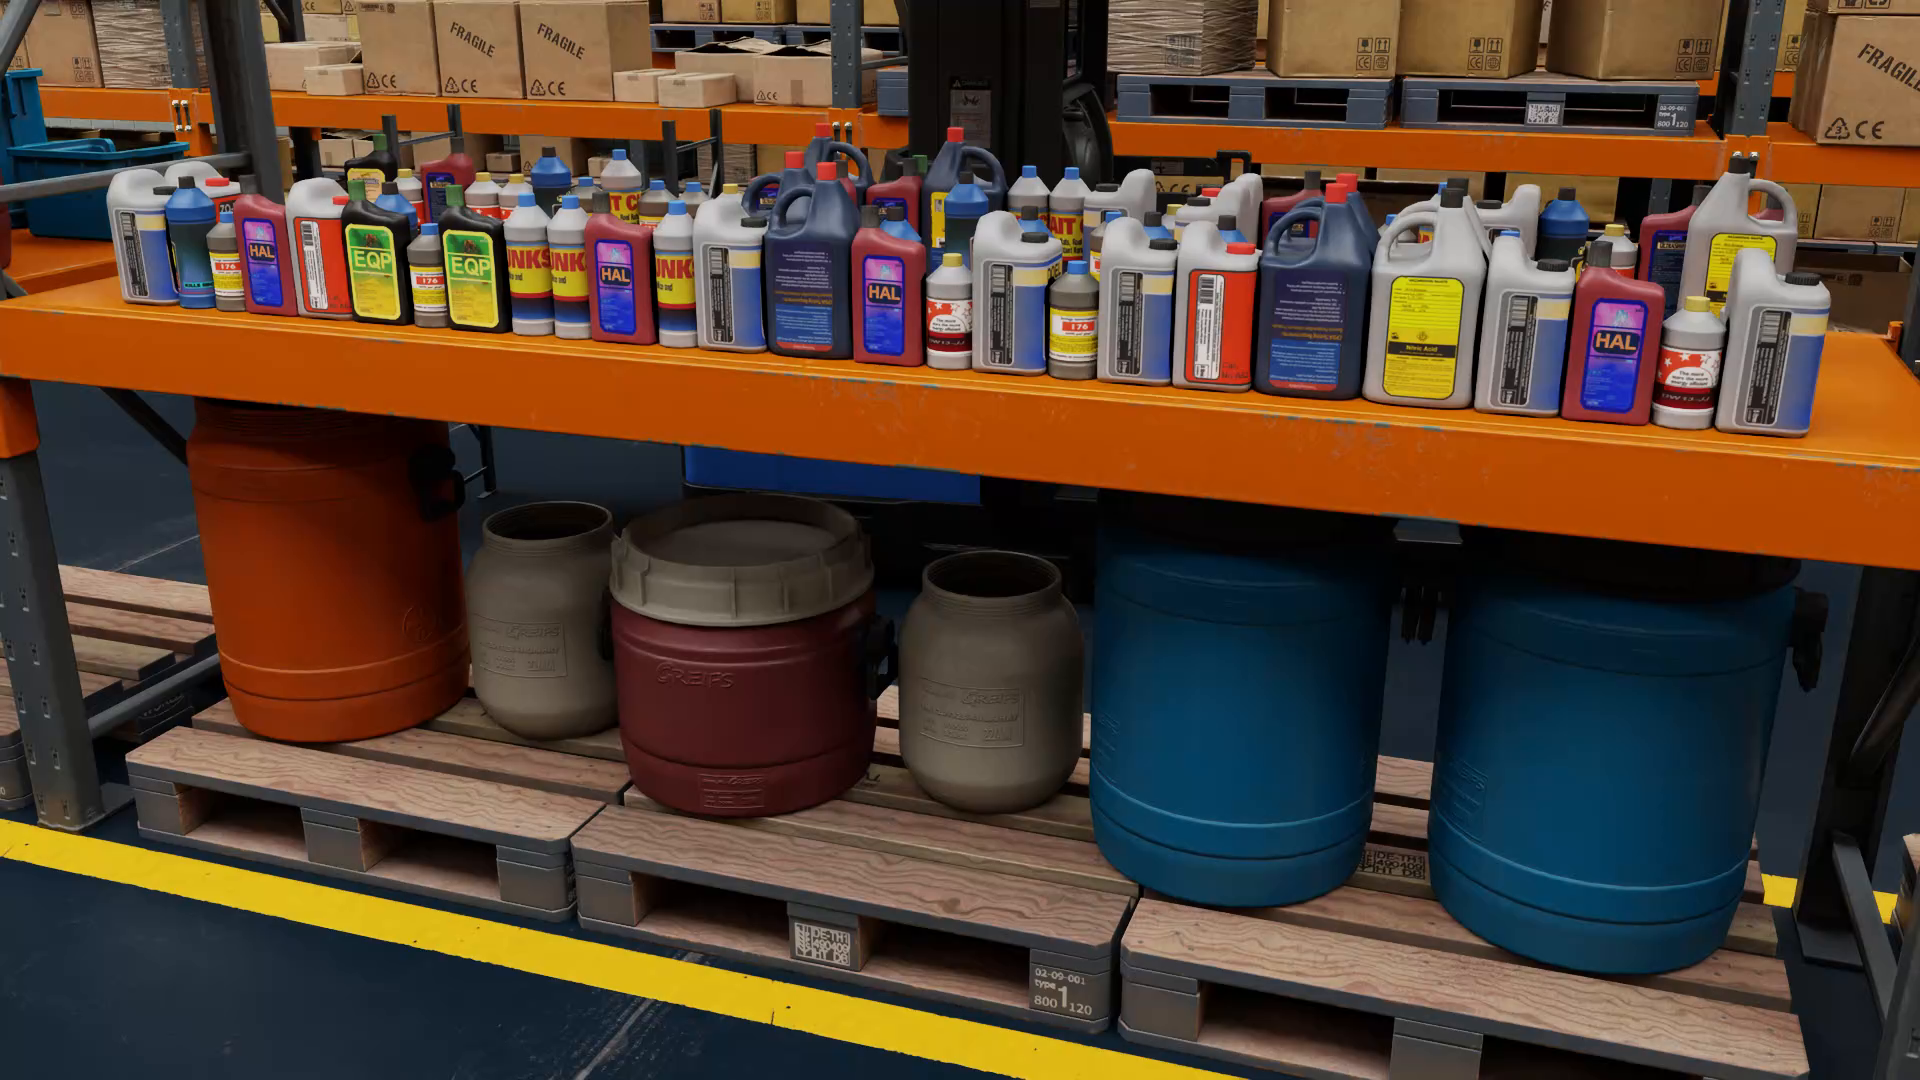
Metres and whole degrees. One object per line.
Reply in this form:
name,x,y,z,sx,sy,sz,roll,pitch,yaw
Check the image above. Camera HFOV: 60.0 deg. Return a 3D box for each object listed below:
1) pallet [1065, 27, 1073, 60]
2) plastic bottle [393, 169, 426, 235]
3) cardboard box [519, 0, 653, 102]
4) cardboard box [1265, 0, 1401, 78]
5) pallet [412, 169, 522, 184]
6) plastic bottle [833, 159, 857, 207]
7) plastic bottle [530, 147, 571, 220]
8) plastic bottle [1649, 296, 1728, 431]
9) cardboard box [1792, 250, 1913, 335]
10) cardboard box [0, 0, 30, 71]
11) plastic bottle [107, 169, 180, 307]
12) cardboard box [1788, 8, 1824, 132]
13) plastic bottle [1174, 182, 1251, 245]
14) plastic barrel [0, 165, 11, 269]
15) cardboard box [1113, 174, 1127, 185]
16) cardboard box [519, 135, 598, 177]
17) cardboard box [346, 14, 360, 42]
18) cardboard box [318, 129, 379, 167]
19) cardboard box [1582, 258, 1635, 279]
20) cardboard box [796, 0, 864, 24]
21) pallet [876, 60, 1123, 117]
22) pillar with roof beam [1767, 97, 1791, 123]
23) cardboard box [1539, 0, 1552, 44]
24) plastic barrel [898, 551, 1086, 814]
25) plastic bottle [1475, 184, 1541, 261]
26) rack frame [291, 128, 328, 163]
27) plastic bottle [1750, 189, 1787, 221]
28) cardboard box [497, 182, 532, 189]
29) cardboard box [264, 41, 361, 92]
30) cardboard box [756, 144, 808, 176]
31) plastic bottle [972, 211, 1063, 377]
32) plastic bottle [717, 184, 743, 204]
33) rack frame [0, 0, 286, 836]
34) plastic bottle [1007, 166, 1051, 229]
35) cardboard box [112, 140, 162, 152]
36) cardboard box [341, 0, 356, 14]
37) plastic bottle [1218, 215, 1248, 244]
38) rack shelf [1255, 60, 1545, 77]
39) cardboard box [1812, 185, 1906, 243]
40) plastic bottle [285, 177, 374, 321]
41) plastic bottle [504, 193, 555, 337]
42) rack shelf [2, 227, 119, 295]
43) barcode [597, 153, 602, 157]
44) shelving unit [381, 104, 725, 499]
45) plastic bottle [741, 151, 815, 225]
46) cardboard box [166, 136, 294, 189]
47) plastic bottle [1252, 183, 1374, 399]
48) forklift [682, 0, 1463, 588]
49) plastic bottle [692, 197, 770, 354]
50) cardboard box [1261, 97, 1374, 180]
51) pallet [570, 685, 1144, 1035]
pallet,0.516,-3.896,12.988,1.003,0.211,1.213,7,20,18
plastic bottle,-1.402,-0.840,4.230,0.097,0.201,0.097,0,19,0
cardboard box,-1.989,-2.626,8.900,0.500,0.500,0.500,5,20,15
cardboard box,1.691,-2.388,7.579,0.500,0.500,0.700,1,19,4
pallet,-4.357,-3.251,15.082,1.213,0.211,1.003,7,20,18
plastic bottle,-0.298,-0.708,3.728,0.133,0.283,0.061,7,20,18
plastic bottle,-1.000,-0.827,4.087,0.097,0.271,0.097,0,19,0
plastic bottle,1.154,-0.283,2.633,0.097,0.201,0.097,0,19,0
cardboard box,4.012,-1.024,7.587,0.500,0.500,0.500,7,20,18
cardboard box,-5.571,-3.038,10.083,0.500,0.500,0.700,7,20,19
plastic bottle,-1.725,-0.657,3.592,0.135,0.276,0.152,7,20,18
cardboard box,3.937,-2.043,7.229,0.500,0.500,0.500,7,20,19
plastic bottle,0.514,-0.593,3.409,0.135,0.276,0.152,7,20,18
plastic barrel,-2.565,-0.883,3.845,0.708,0.536,0.600,7,20,18
cardboard box,0.617,-1.751,8.533,0.500,0.250,0.500,7,21,20
cardboard box,-3.548,-3.502,14.695,0.500,0.500,0.500,5,20,14
cardboard box,-5.002,-4.486,14.586,0.500,0.250,0.500,6,20,17
cardboard box,-5.709,-3.643,15.385,0.500,0.311,0.500,4,20,12
cardboard box,2.820,-0.962,7.408,0.500,0.500,0.500,6,20,18
cardboard box,-0.927,-4.441,13.438,0.500,0.500,0.700,10,21,26
pallet,0.265,-2.260,8.295,1.003,0.211,1.213,7,20,18
pillar with roof beam,4.535,-5.199,7.319,0.400,9.000,9.100,7,20,18
cardboard box,3.998,-3.732,11.590,0.500,0.500,0.500,7,20,19
plastic barrel,0.070,0.316,3.753,0.421,0.512,0.421,0,19,0
plastic bottle,1.093,-0.580,3.372,0.135,0.276,0.152,7,20,18
rack frame,-6.333,-4.807,15.310,0.127,3.000,1.000,7,20,18
plastic bottle,1.545,-0.548,3.268,0.133,0.283,0.061,7,20,18
cardboard box,-2.736,-1.936,9.760,0.500,0.311,0.500,6,20,18
cardboard box,-3.697,-2.724,9.562,0.500,0.250,0.500,8,21,21
cardboard box,-1.349,-3.288,14.081,0.500,0.500,0.700,6,20,17
plastic bottle,0.105,-0.448,2.992,0.135,0.276,0.152,7,20,18
plastic bottle,-0.540,-0.741,3.947,0.097,0.201,0.097,0,19,0
rack frame,-2.027,-0.863,3.994,0.127,3.000,1.000,7,20,18
plastic bottle,0.153,-0.695,3.708,0.097,0.271,0.097,0,19,0
cardboard box,-5.155,-2.128,10.025,0.500,0.500,0.500,7,20,18
cardboard box,-5.031,-4.841,14.464,0.500,0.500,0.500,6,20,16
plastic bottle,0.475,-0.447,2.996,0.097,0.271,0.097,0,19,0
rack shelf,3.113,-3.387,12.330,4.000,0.370,1.077,7,20,18
cardboard box,6.149,-2.361,11.452,0.500,0.500,0.700,6,20,18
plastic bottle,-1.288,-0.607,3.449,0.135,0.276,0.152,7,20,18
plastic bottle,-0.843,-0.544,3.276,0.097,0.271,0.097,0,19,0
rack shelf,-3.916,-0.739,4.732,4.000,0.370,1.077,7,20,18
barcode,-3.259,-3.455,14.987,0.075,0.075,0.001,7,20,18
shelving unit,-1.416,-0.789,6.061,1.048,1.500,0.538,4,20,11
plastic bottle,-0.342,-0.586,3.274,0.185,0.351,0.144,7,20,18
cardboard box,-4.512,-2.236,10.334,0.500,0.500,0.500,7,20,18
plastic bottle,0.601,-0.425,2.813,0.185,0.351,0.144,7,20,18
forklift,0.612,-1.342,5.472,3.031,2.935,1.130,4,20,11
plastic bottle,-0.415,-0.507,3.162,0.135,0.276,0.152,7,20,18
cardboard box,2.701,-2.909,12.494,0.750,0.750,0.750,6,20,18
pallet,-0.120,0.659,3.866,1.213,0.211,1.003,7,20,18
